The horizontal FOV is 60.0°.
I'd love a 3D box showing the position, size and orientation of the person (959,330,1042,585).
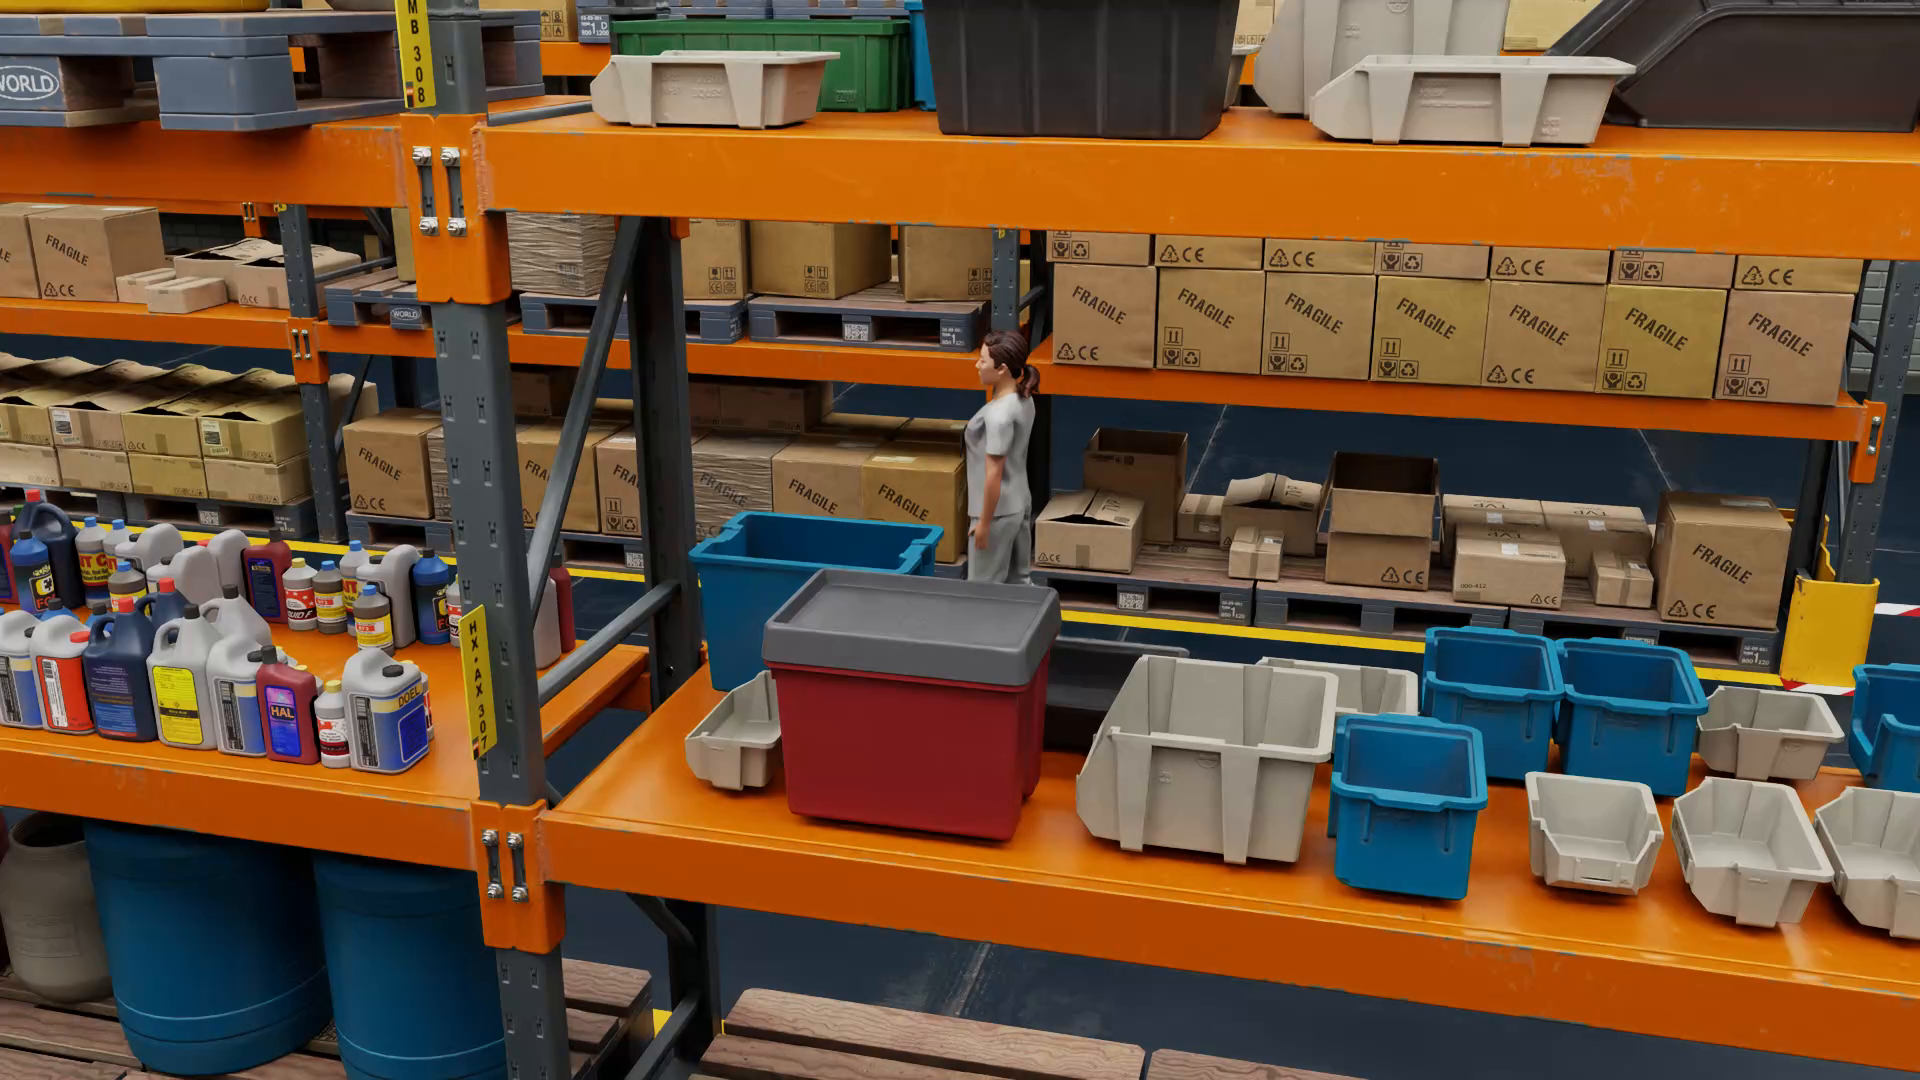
[{"bbox_3d":[0.183,-0.093,7.412,0.365,1.705,0.443,5,19,15],"label":"person"}]
